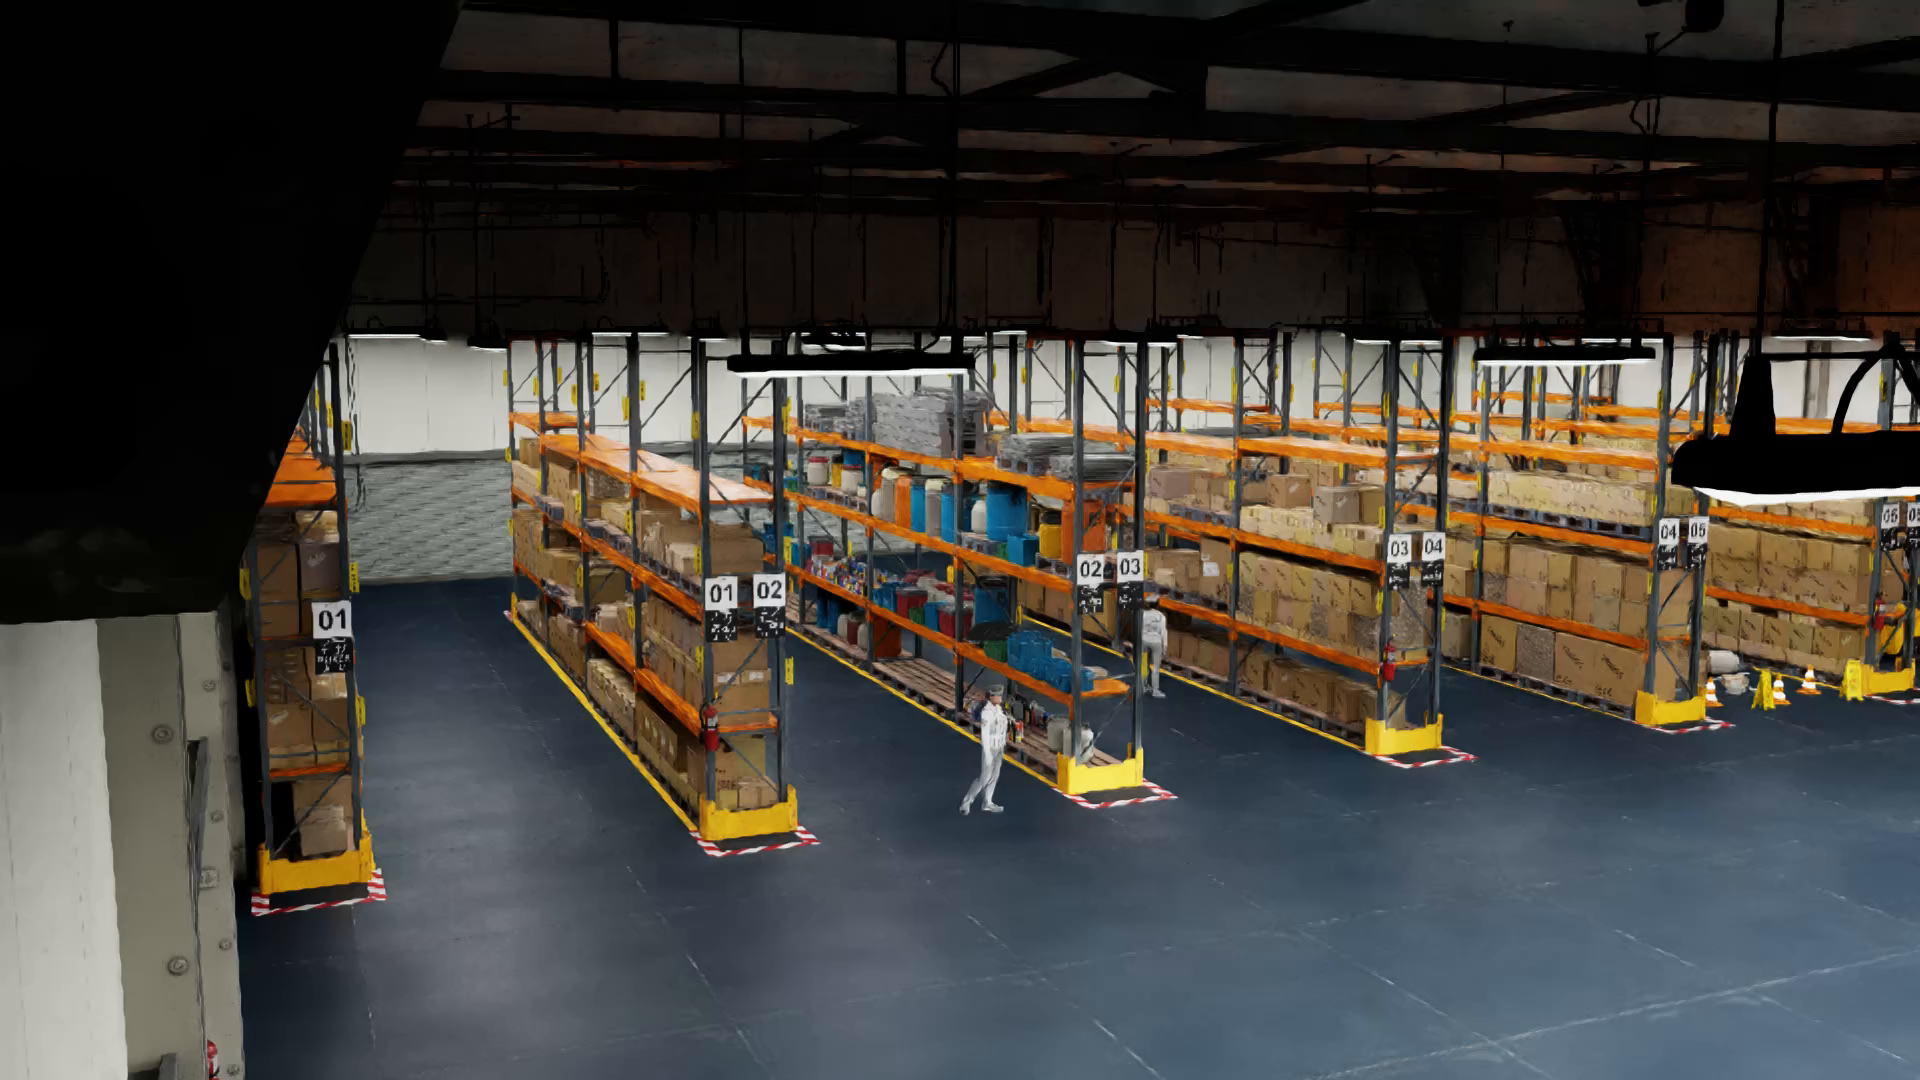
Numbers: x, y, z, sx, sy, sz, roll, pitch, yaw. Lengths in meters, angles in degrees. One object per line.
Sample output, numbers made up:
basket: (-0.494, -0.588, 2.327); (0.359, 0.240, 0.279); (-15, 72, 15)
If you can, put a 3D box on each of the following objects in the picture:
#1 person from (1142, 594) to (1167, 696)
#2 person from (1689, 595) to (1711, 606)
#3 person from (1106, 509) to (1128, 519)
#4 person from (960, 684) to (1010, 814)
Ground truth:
person: (3.221, 1.740, 27.629); (0.537, 1.677, 0.411); (5, 9, 35)
person: (16.012, 0.658, 35.846); (0.521, 1.592, 0.511); (0, 8, 0)
person: (4.174, -0.569, 44.569); (0.629, 1.717, 1.037); (0, 8, -1)
person: (0.304, 2.654, 21.079); (0.500, 1.661, 0.669); (4, 9, 26)
